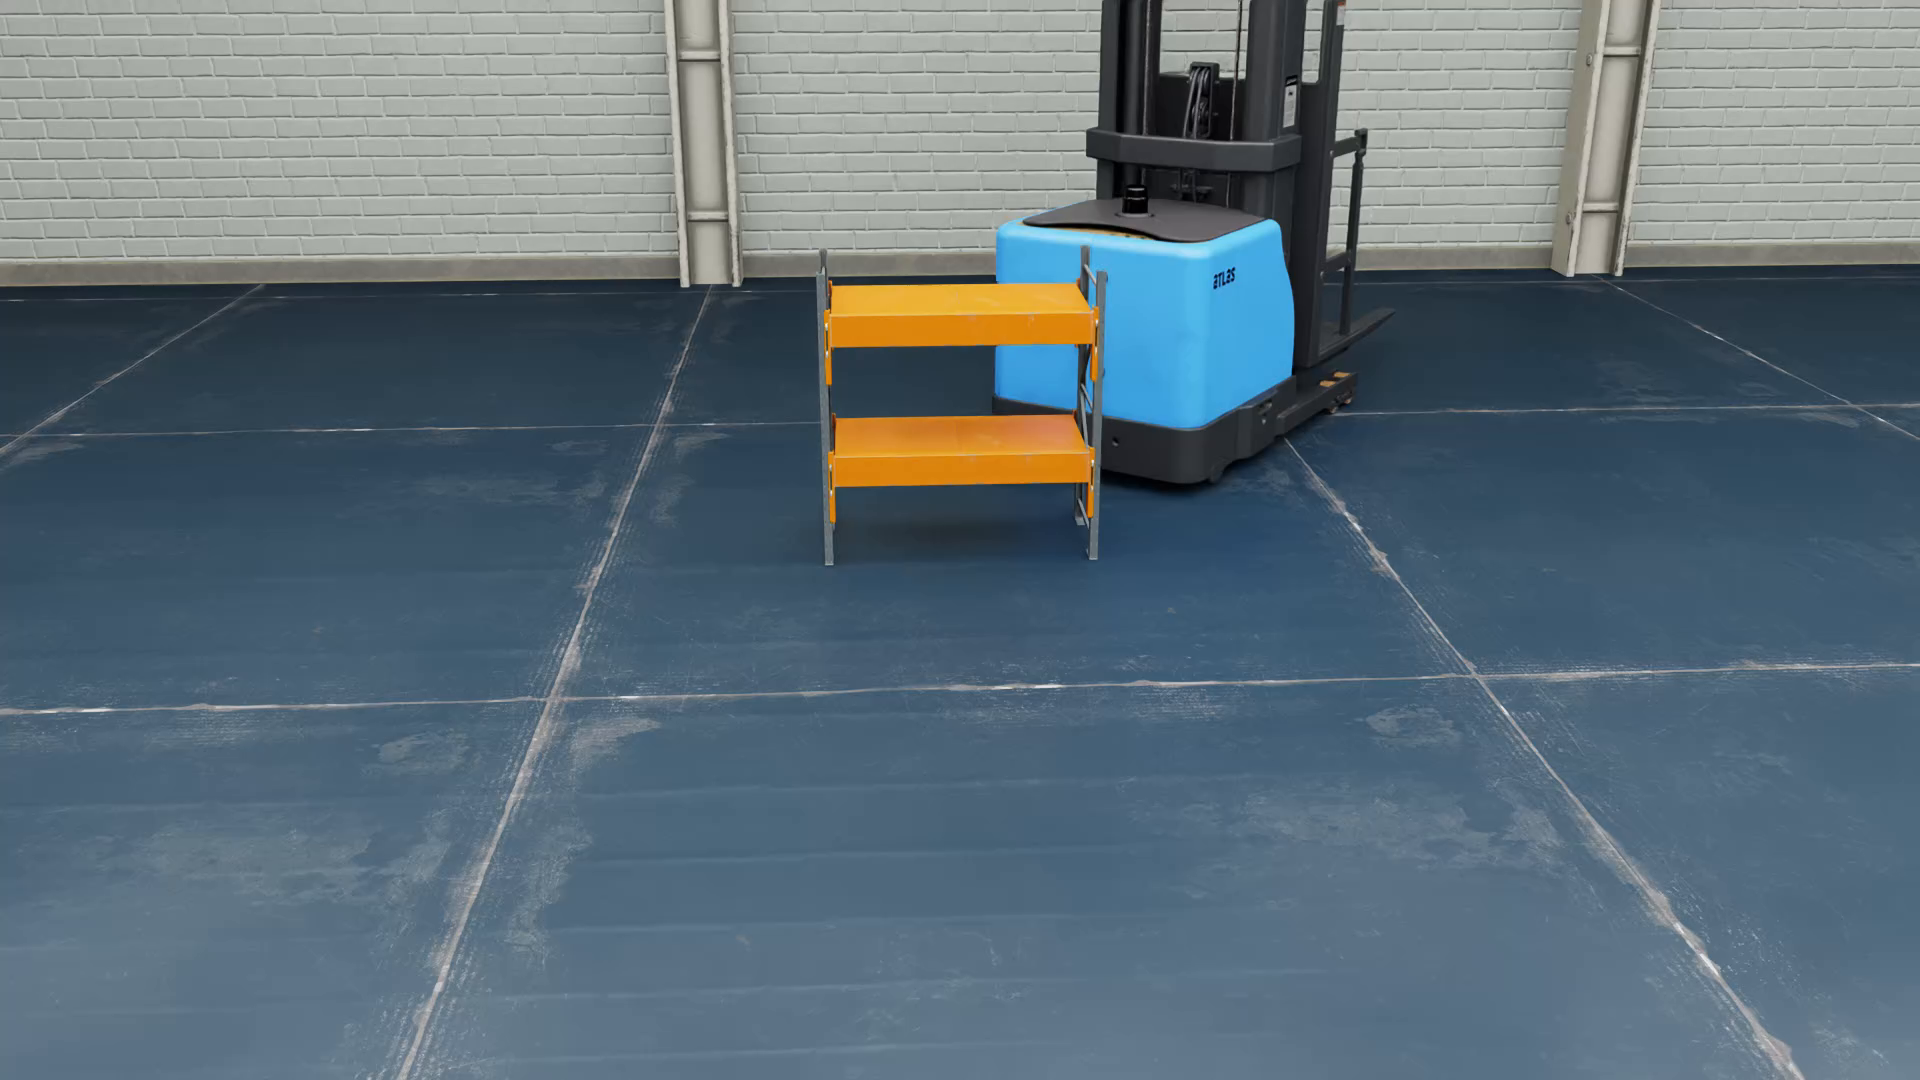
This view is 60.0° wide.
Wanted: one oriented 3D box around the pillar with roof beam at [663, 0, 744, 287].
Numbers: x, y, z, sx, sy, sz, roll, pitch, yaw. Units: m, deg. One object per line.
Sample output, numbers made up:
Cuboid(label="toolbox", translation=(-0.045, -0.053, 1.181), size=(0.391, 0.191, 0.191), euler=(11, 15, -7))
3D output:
Cuboid(label="pillar with roof beam", translation=(-1.419, -4.413, 5.564), size=(0.400, 9.000, 9.100), euler=(-1, 21, -3))

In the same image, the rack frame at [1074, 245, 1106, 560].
Cuboid(label="rack frame", translation=(0.501, -0.536, 6.448), size=(0.032, 1.125, 0.500), euler=(-1, 21, -3))

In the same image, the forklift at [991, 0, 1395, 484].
Cuboid(label="forklift", translation=(1.363, -2.079, 7.961), size=(1.130, 2.935, 3.031), euler=(13, 24, 30))

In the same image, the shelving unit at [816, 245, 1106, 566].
Cuboid(label="shelving unit", translation=(-0.007, -0.526, 6.420), size=(1.048, 1.125, 0.538), euler=(-1, 21, -3))

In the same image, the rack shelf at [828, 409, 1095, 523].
Cuboid(label="rack shelf", translation=(-0.007, -0.297, 6.507), size=(1.000, 0.278, 0.538), euler=(-1, 21, -3))

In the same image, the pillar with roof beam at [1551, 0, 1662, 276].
Cuboid(label="pillar with roof beam", translation=(4.572, -4.535, 5.884), size=(0.400, 9.000, 9.100), euler=(-1, 21, -3))

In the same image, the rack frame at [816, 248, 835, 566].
Cuboid(label="rack frame", translation=(-0.514, -0.515, 6.393), size=(0.032, 1.125, 0.500), euler=(-1, 21, -3))

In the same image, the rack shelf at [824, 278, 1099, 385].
Cuboid(label="rack shelf", translation=(-0.007, -0.799, 6.316), size=(1.000, 0.278, 0.538), euler=(-1, 21, -3))
